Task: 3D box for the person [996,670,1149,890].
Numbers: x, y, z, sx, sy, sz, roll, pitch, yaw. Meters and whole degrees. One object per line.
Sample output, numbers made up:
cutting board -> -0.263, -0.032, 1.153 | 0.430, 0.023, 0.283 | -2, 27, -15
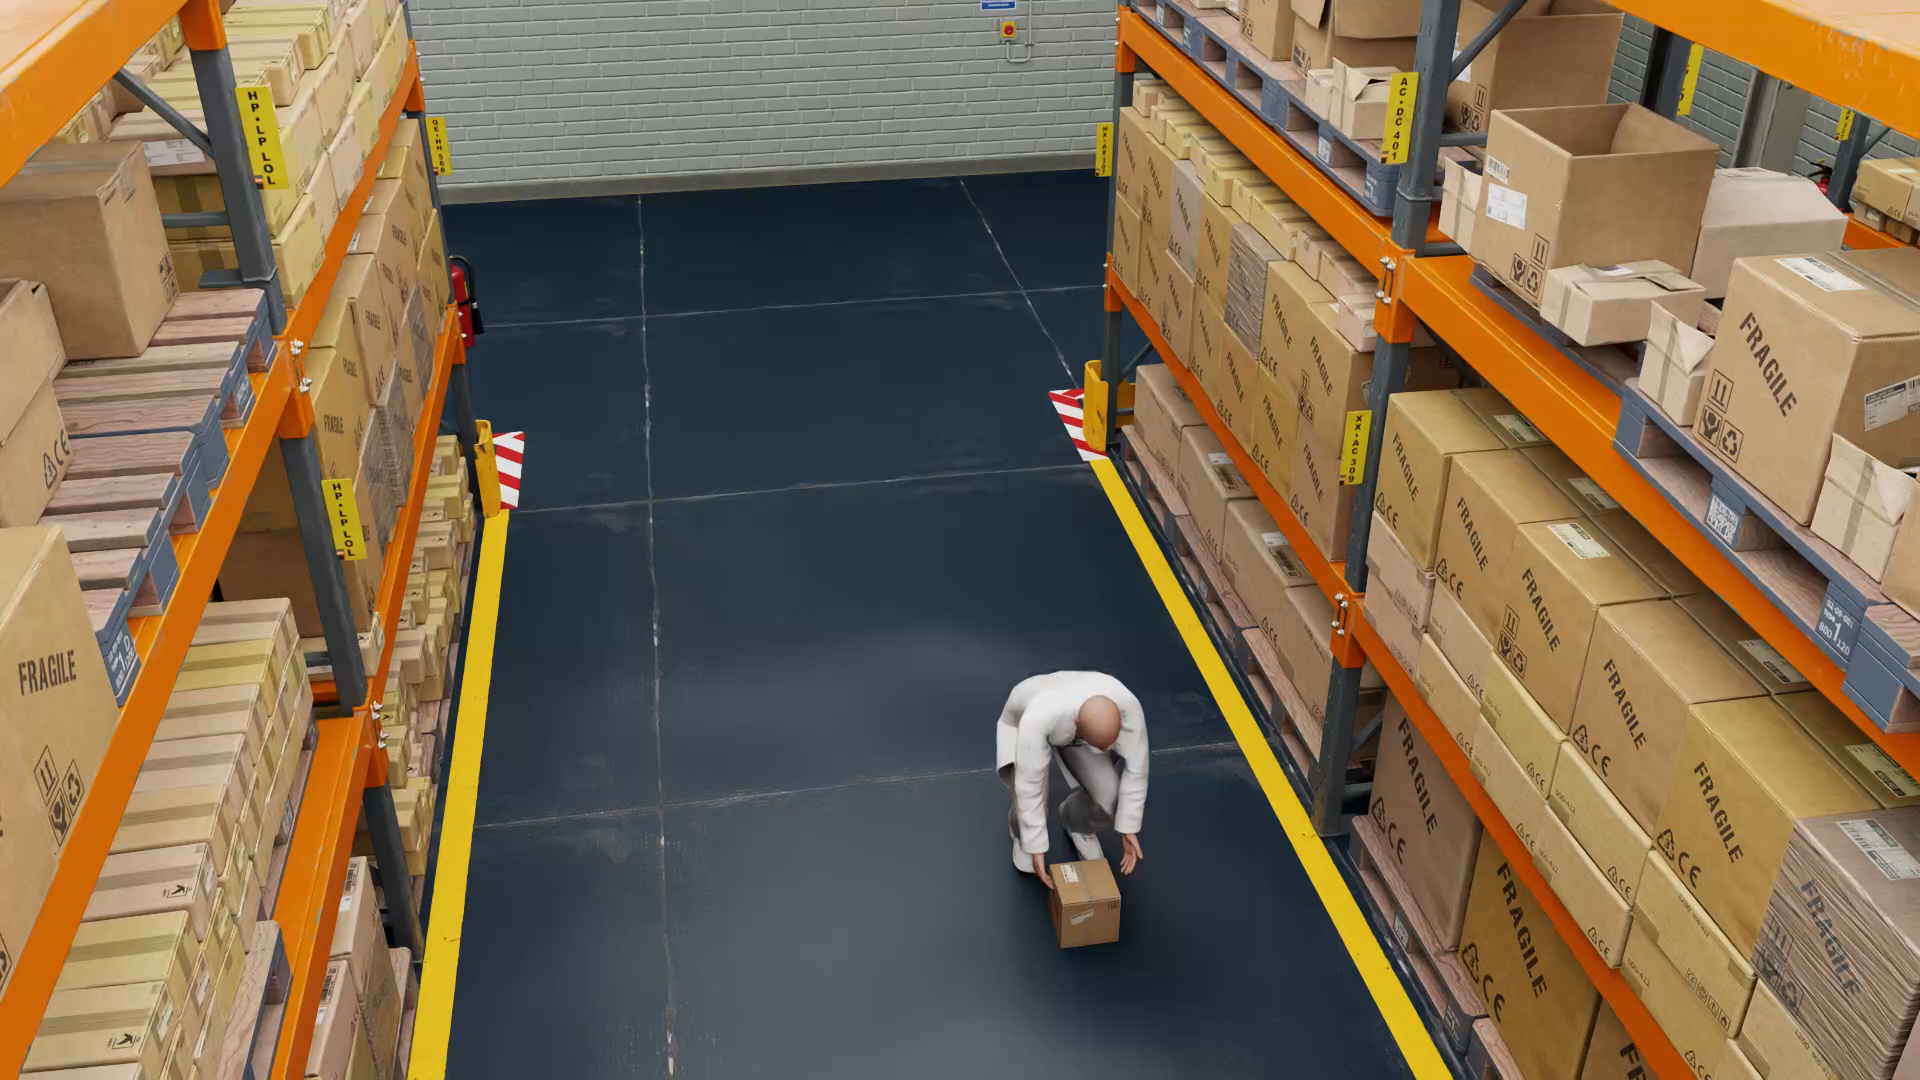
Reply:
person -> 0.468, 0.963, 7.181 | 0.617, 1.099, 0.867 | -5, 31, -9
